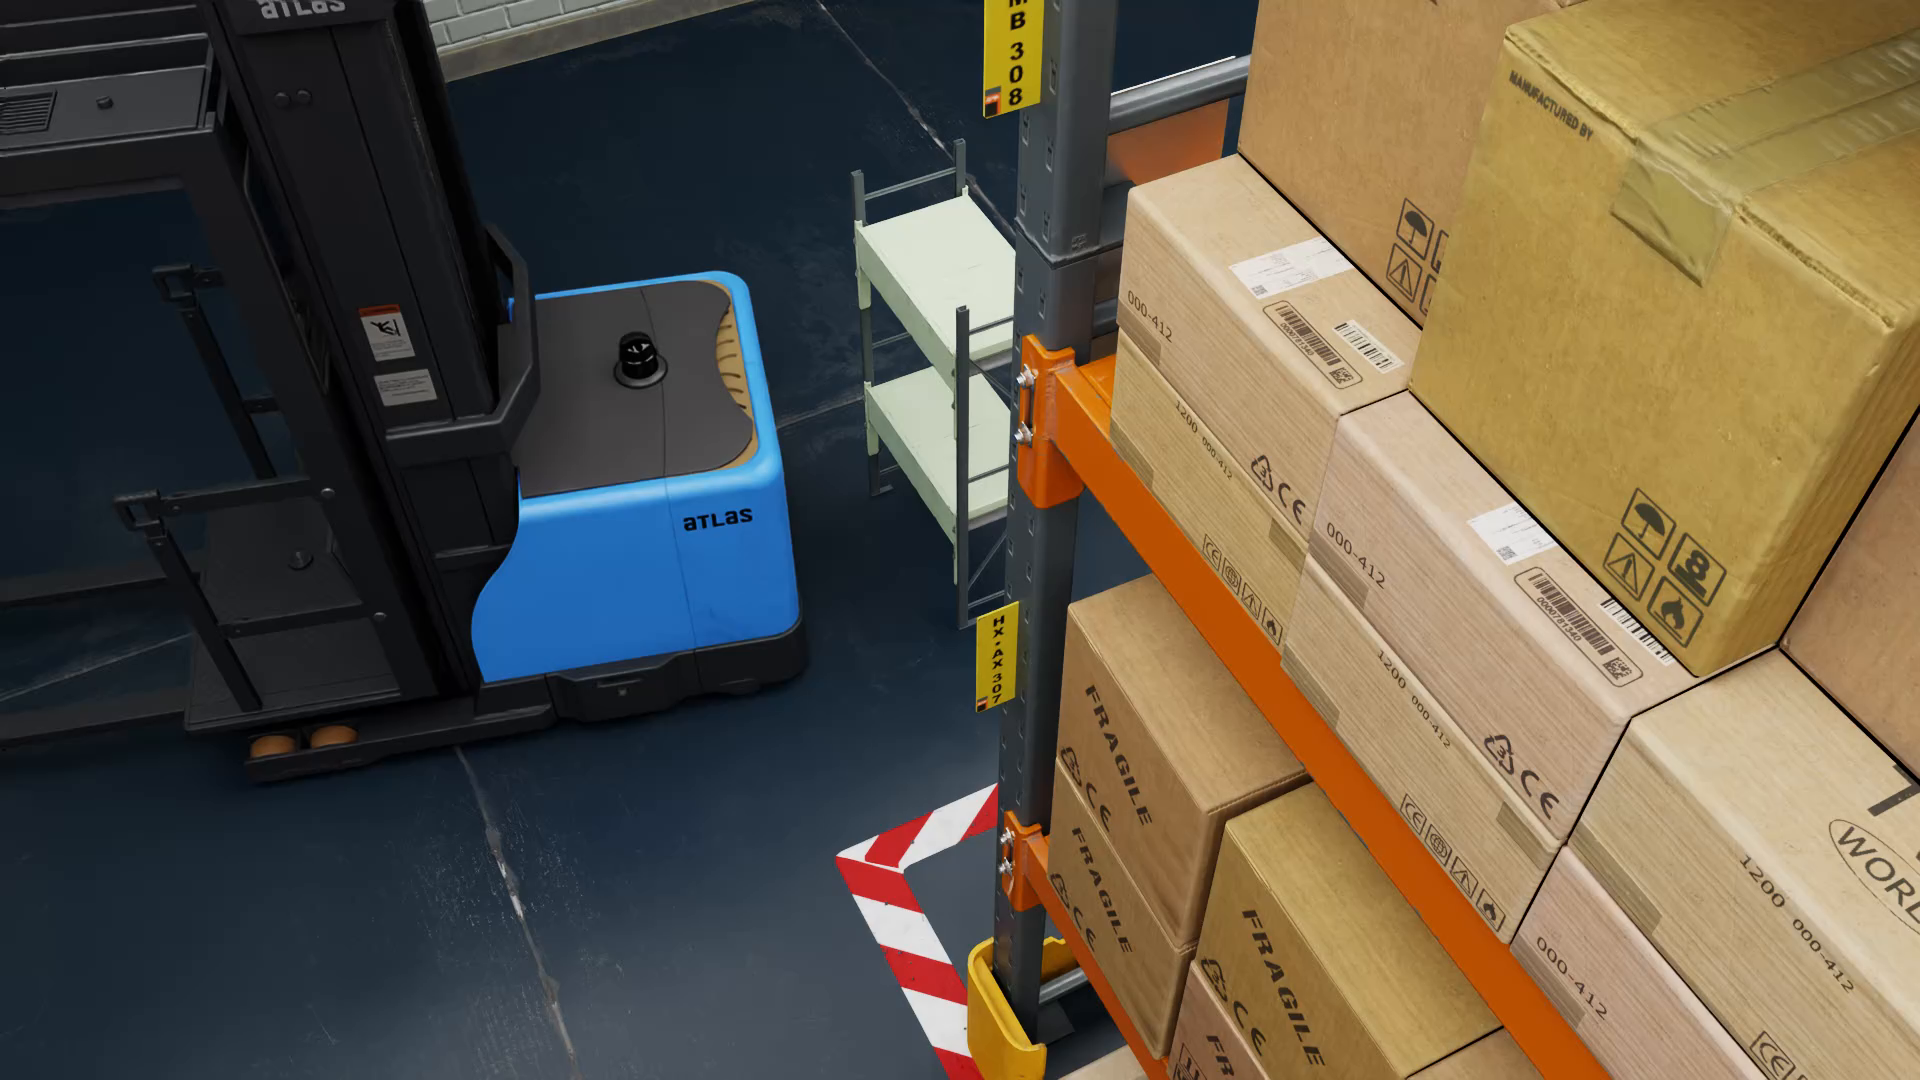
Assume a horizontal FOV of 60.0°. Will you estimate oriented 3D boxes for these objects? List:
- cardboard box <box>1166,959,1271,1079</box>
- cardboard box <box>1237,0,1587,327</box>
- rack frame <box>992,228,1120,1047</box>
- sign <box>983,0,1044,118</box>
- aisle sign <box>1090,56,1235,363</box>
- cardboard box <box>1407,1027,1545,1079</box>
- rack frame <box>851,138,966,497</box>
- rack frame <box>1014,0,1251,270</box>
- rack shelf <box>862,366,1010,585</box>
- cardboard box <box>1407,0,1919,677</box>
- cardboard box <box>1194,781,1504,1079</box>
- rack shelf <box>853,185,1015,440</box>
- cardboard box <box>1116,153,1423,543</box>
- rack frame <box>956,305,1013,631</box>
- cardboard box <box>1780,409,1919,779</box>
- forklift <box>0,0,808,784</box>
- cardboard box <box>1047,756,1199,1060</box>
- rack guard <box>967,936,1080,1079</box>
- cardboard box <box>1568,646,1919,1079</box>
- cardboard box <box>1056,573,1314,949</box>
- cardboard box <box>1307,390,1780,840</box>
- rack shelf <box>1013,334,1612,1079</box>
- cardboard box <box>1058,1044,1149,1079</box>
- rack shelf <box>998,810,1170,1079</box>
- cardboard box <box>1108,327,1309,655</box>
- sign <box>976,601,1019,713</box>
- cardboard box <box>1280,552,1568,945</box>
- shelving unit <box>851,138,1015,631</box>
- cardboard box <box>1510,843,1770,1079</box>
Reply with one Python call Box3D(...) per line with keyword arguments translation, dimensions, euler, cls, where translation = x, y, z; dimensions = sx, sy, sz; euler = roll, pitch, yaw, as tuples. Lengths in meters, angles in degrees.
Box3D(translation=(0.771, 1.043, 3.278), dimensions=(0.500, 0.500, 0.500), euler=(-22, 52, -18), cls="cardboard box")
Box3D(translation=(0.812, -0.667, 2.117), dimensions=(0.700, 0.500, 0.500), euler=(-21, 52, -18), cls="cardboard box")
Box3D(translation=(0.562, 0.345, 3.956), dimensions=(1.000, 3.000, 0.127), euler=(-21, 52, -18), cls="rack frame")
Box3D(translation=(0.080, -0.743, 2.334), dimensions=(0.100, 0.325, 0.005), euler=(-21, 52, -18), cls="sign")
Box3D(translation=(0.270, -0.456, 2.929), dimensions=(0.394, 0.787, 0.004), euler=(-21, 52, -18), cls="aisle sign")
Box3D(translation=(1.001, 1.054, 2.604), dimensions=(0.500, 0.500, 0.500), euler=(-21, 52, -17), cls="cardboard box")
Box3D(translation=(-0.164, -0.734, 5.896), dimensions=(0.400, 1.500, 0.023), euler=(-21, 52, -18), cls="rack frame")
Box3D(translation=(0.562, -1.630, 1.697), dimensions=(1.000, 3.000, 0.127), euler=(-21, 52, -18), cls="rack frame")
Box3D(translation=(0.003, -0.275, 5.927), dimensions=(0.431, 0.370, 0.720), euler=(-21, 52, -18), cls="rack shelf")
Box3D(translation=(0.965, -0.303, 1.799), dimensions=(0.700, 0.500, 0.500), euler=(-21, 52, -18), cls="cardboard box")
Box3D(translation=(0.776, 0.718, 2.899), dimensions=(0.500, 0.500, 0.500), euler=(-21, 52, -17), cls="cardboard box")
Box3D(translation=(0.003, -0.746, 5.388), dimensions=(0.431, 0.370, 0.720), euler=(-21, 52, -18), cls="rack shelf")
Box3D(translation=(0.566, -0.324, 2.316), dimensions=(0.500, 0.250, 0.500), euler=(-21, 52, -18), cls="cardboard box")
Box3D(translation=(0.171, -0.244, 5.467), dimensions=(0.400, 1.500, 0.023), euler=(-21, 52, -18), cls="rack frame")
Box3D(translation=(1.289, -0.005, 1.538), dimensions=(0.700, 0.500, 0.500), euler=(-21, 52, -18), cls="cardboard box")
Box3D(translation=(-2.100, -0.600, 4.827), dimensions=(3.031, 2.935, 1.130), euler=(-9, 49, -8), cls="forklift")
Box3D(translation=(0.531, 0.700, 3.579), dimensions=(0.500, 0.500, 0.500), euler=(-20, 52, -17), cls="cardboard box")
Box3D(translation=(0.597, 1.219, 4.852), dimensions=(1.175, 0.500, 0.348), euler=(-21, 52, -18), cls="rack guard")
Box3D(translation=(1.023, 0.345, 1.730), dimensions=(0.500, 0.250, 0.500), euler=(-21, 52, -18), cls="cardboard box")
Box3D(translation=(0.531, 0.371, 3.202), dimensions=(0.500, 0.500, 0.500), euler=(-20, 52, -16), cls="cardboard box")
Box3D(translation=(0.788, 0.013, 2.021), dimensions=(0.500, 0.250, 0.500), euler=(-21, 52, -18), cls="cardboard box")
Box3D(translation=(1.477, 0.933, 1.927), dimensions=(1.077, 0.370, 4.000), euler=(-21, 52, -18), cls="rack shelf")
Box3D(translation=(0.448, 1.537, 4.514), dimensions=(0.380, 0.149, 0.250), euler=(-21, 52, -18), cls="cardboard box")
Box3D(translation=(1.477, 1.920, 3.056), dimensions=(1.077, 0.370, 4.000), euler=(-21, 52, -18), cls="rack shelf")
Box3D(translation=(0.571, -0.162, 2.506), dimensions=(0.500, 0.250, 0.500), euler=(-21, 52, -18), cls="cardboard box")
Box3D(translation=(0.080, 0.247, 3.466), dimensions=(0.100, 0.325, 0.005), euler=(-21, 52, -18), cls="sign")
Box3D(translation=(0.788, 0.177, 2.209), dimensions=(0.500, 0.250, 0.500), euler=(-21, 52, -18), cls="cardboard box")
Box3D(translation=(0.003, -0.489, 5.682), dimensions=(0.431, 1.500, 0.755), euler=(-21, 52, -18), cls="shelving unit")
Box3D(translation=(1.019, 0.511, 1.917), dimensions=(0.500, 0.250, 0.500), euler=(-21, 52, -18), cls="cardboard box")
